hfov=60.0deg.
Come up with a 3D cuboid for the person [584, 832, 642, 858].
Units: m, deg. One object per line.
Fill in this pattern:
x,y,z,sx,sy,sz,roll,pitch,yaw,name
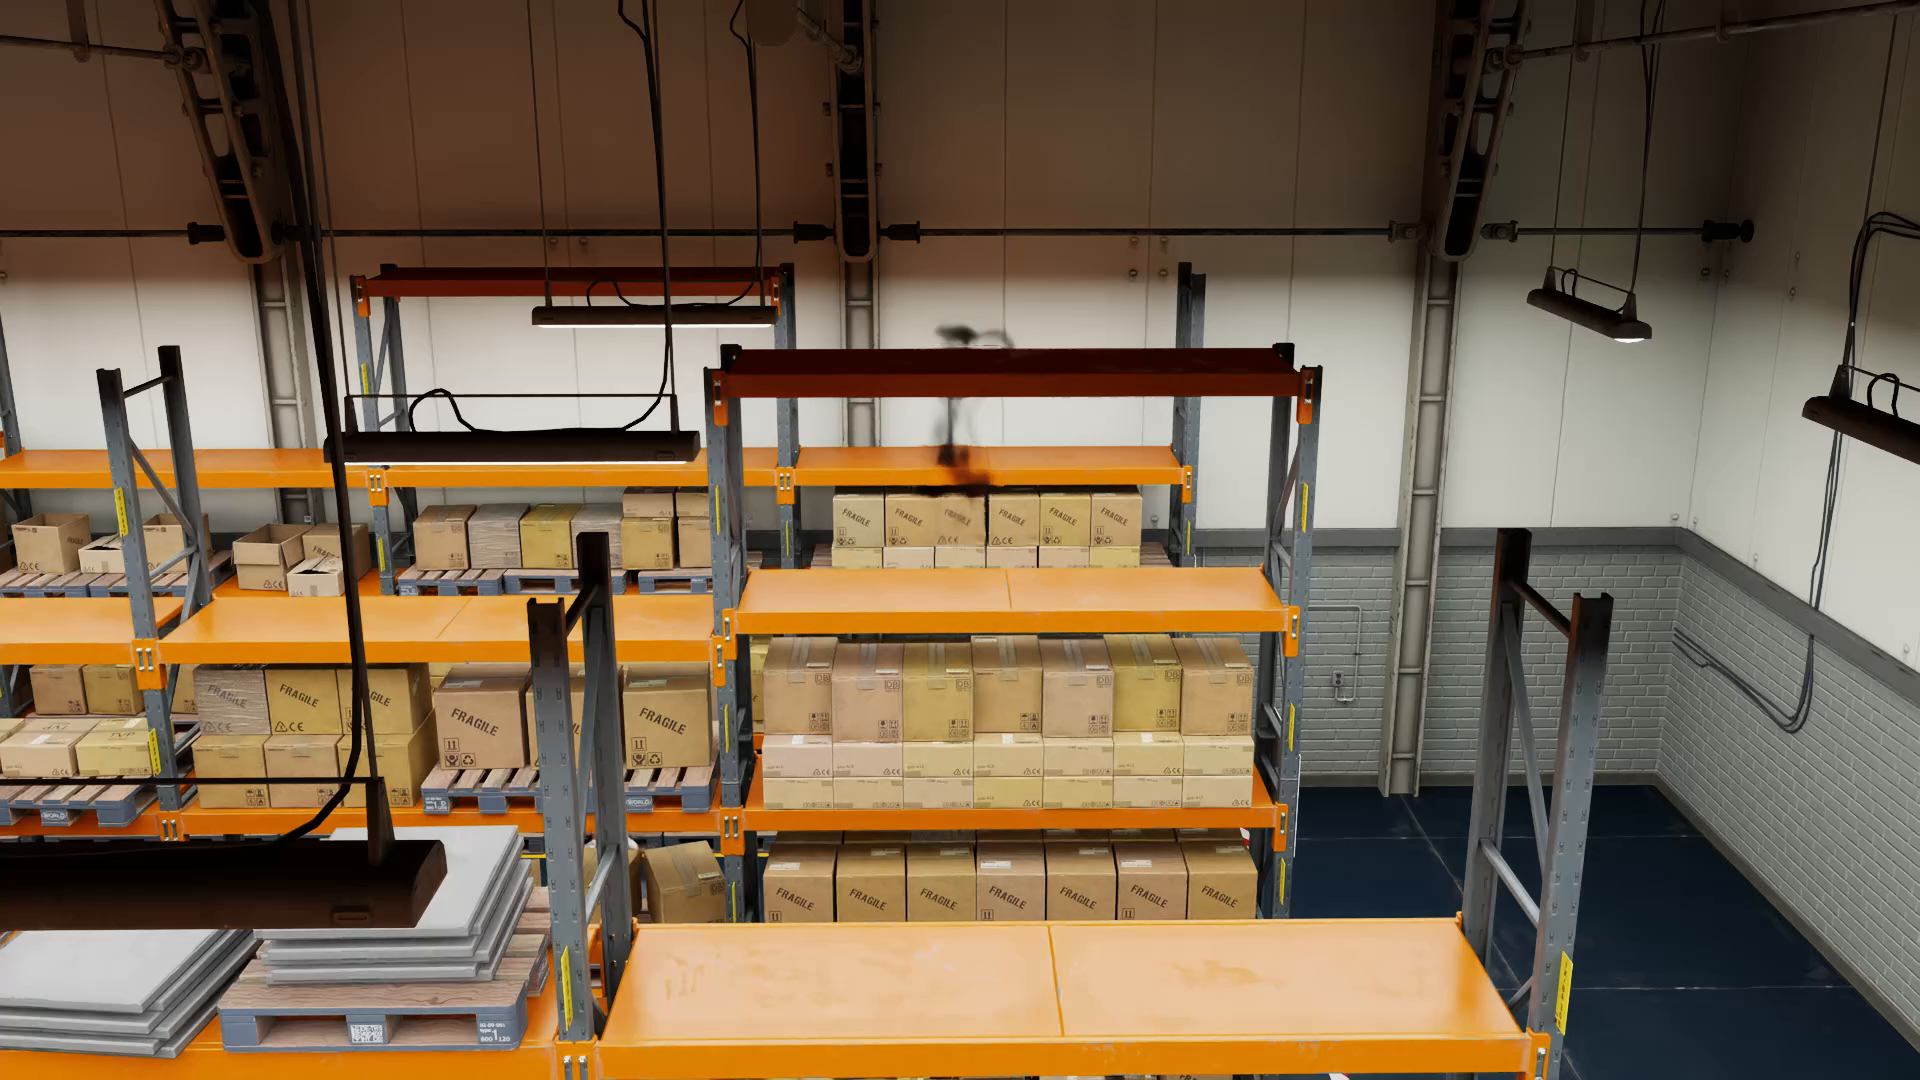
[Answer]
-3.067,3.196,14.462,0.805,1.850,0.631,1,16,3,person
